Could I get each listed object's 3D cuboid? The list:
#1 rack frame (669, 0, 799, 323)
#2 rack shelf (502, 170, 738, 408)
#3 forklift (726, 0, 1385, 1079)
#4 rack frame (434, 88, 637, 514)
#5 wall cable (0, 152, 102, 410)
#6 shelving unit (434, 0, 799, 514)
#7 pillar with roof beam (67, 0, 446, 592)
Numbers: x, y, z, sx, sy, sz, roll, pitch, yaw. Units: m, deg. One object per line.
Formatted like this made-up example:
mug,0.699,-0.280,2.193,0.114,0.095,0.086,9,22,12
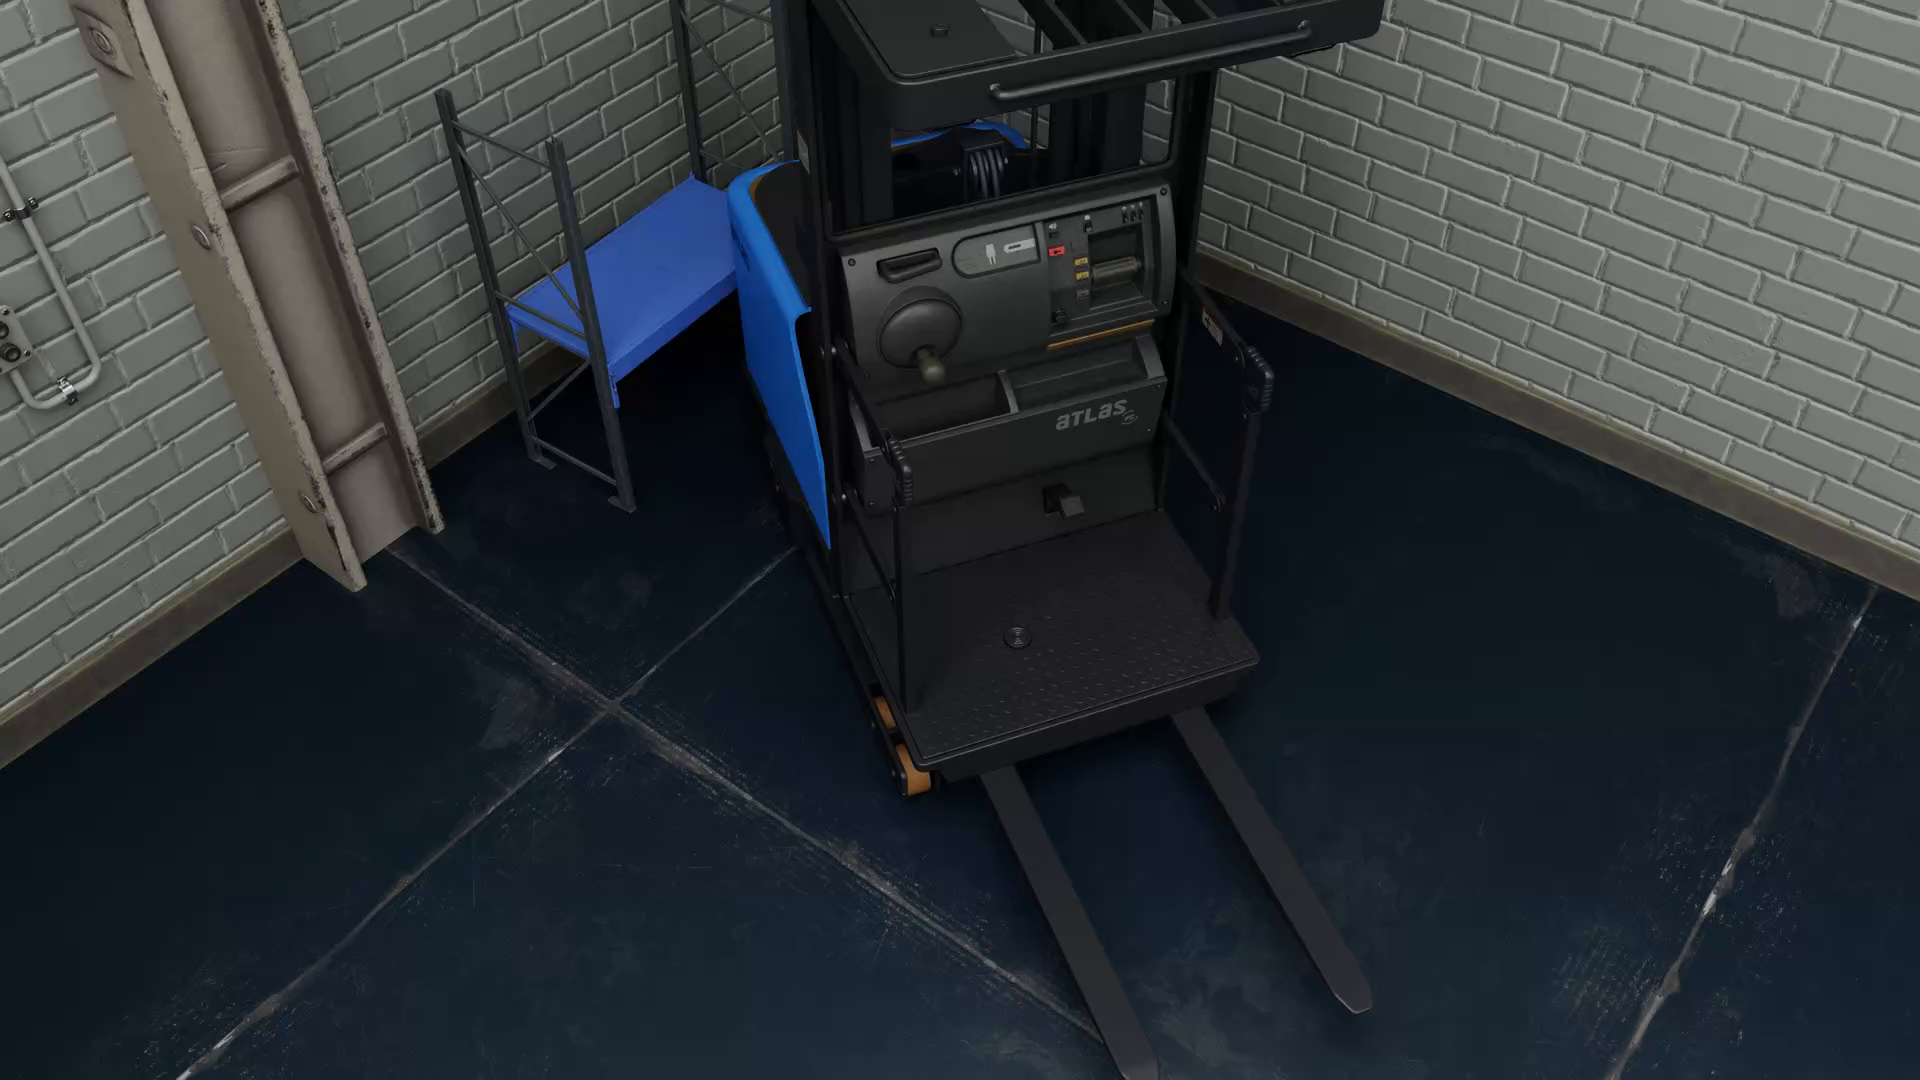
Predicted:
rack frame,-0.773,-1.326,5.979,0.500,1.500,0.032,27,52,23
rack shelf,-1.063,-0.899,5.820,0.538,0.185,1.000,27,52,23
forklift,0.221,-0.591,4.288,1.130,2.935,3.031,-15,48,-14
rack frame,-1.353,-0.721,5.402,0.500,1.500,0.032,27,52,23
wall cable,-2.963,-0.615,3.560,0.084,1.984,1.851,29,53,25
shelving unit,-1.063,-1.023,5.690,0.538,1.500,1.048,27,52,23
pillar with roof beam,1.375,-1.209,0.682,9.100,9.000,0.400,29,53,25
